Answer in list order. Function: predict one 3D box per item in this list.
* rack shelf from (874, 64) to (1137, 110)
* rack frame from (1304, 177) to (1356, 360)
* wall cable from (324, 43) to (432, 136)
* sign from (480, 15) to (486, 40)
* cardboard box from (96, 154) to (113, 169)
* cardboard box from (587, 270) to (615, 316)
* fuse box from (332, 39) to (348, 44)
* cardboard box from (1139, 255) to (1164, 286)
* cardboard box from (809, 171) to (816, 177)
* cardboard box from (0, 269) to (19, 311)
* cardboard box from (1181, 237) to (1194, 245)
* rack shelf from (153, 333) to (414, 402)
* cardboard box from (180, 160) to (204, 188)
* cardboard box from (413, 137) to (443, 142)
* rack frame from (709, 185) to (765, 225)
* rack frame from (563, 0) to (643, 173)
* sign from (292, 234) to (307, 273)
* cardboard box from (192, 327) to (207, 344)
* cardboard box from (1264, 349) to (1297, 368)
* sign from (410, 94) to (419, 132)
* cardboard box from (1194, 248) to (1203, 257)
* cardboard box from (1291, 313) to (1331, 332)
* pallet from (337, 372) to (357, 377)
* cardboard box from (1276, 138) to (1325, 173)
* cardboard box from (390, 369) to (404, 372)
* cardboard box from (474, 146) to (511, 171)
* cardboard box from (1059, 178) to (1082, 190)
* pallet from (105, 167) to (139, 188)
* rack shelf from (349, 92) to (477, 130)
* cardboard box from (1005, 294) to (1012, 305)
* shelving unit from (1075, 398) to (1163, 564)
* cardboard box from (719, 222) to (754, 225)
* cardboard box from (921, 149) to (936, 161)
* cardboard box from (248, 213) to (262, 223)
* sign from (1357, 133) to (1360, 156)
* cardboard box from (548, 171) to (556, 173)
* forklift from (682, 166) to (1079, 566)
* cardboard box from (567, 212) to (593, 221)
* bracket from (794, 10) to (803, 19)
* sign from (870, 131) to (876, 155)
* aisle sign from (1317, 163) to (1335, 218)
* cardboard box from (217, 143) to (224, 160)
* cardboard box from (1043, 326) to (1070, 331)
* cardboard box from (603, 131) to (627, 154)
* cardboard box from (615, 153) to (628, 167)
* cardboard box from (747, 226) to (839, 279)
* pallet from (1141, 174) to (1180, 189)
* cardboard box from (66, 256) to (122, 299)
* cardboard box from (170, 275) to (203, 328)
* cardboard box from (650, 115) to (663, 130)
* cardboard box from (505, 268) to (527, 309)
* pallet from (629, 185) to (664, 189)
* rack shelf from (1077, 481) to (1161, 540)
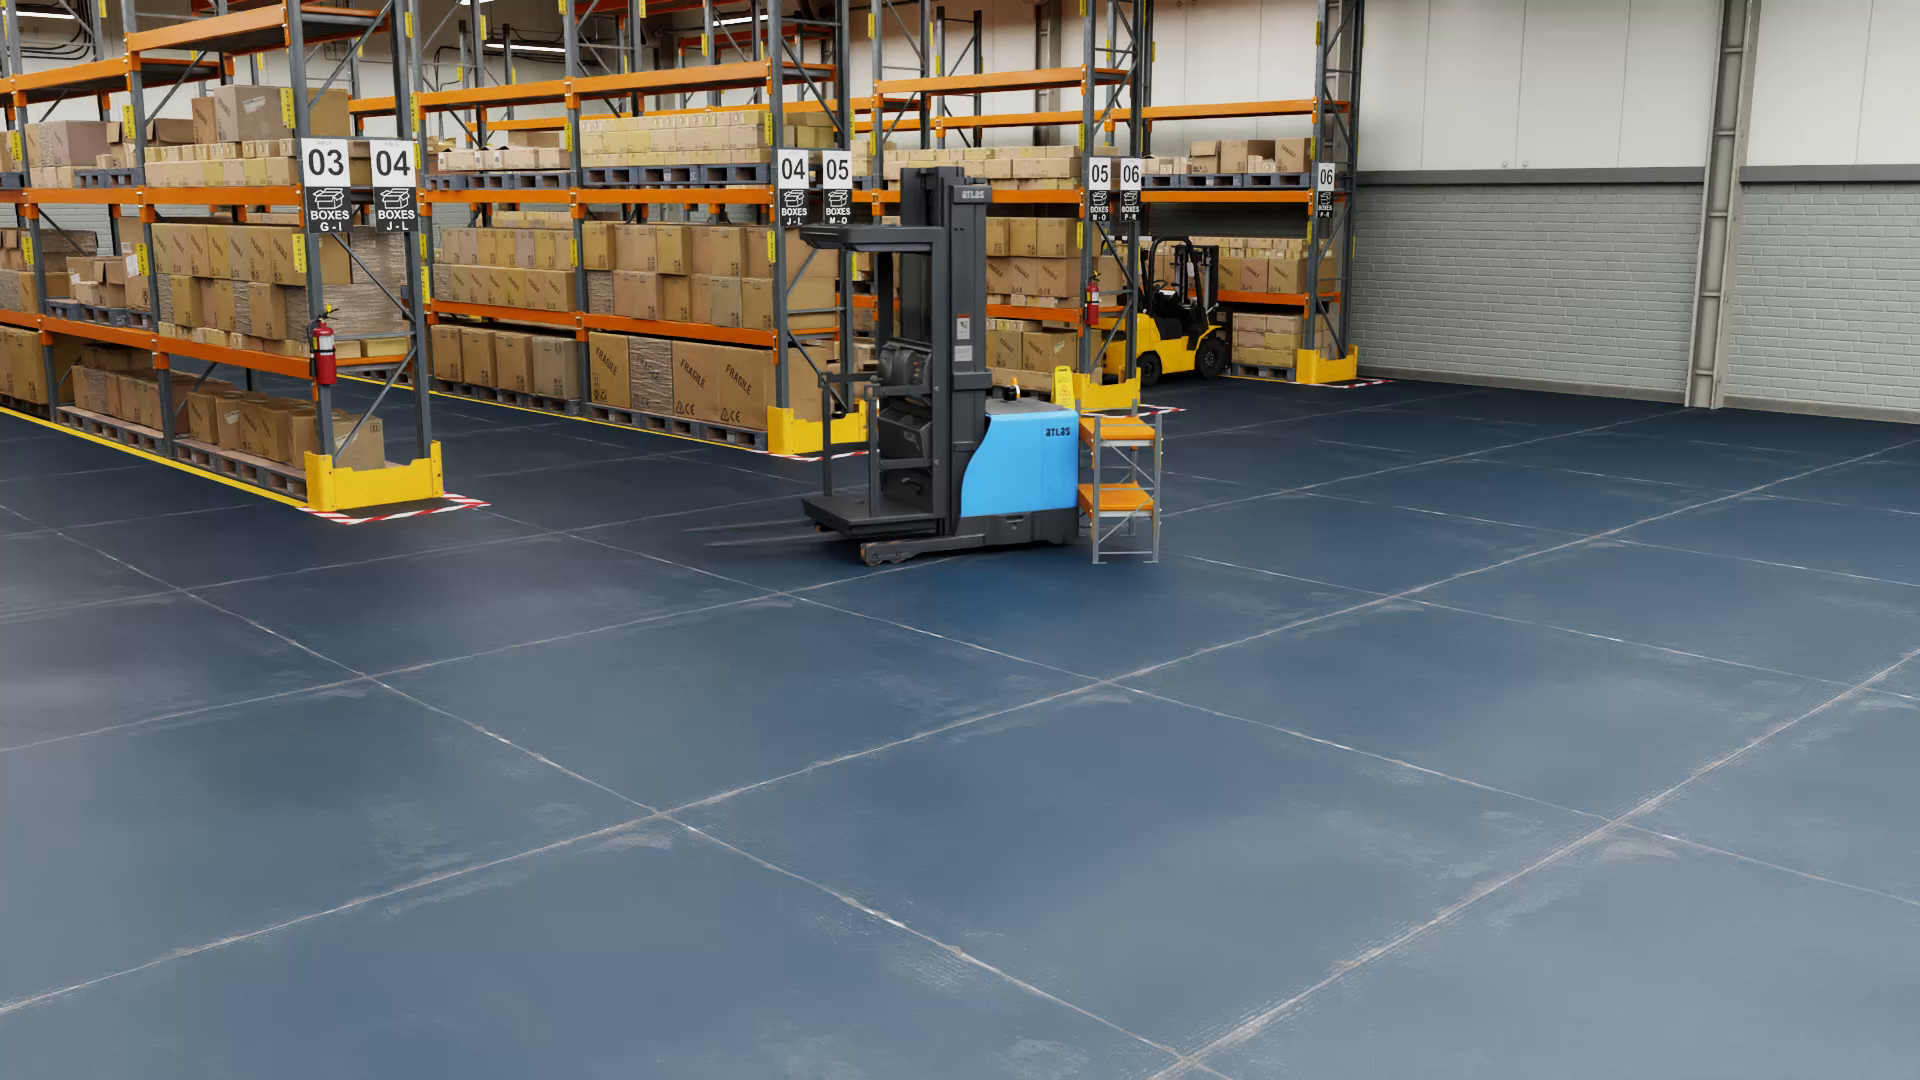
[{"bbox_3d":[0.546,-6.065,22.338,1.077,0.370,4.000,-11,16,-43],"label":"rack shelf"},{"bbox_3d":[5.514,-3.881,24.814,1.000,3.000,0.127,-11,16,-43],"label":"rack frame"},{"bbox_3d":[-12.709,-9.357,36.528,2.355,3.000,0.029,-11,16,-43],"label":"wall cable"},{"bbox_3d":[-6.709,-7.203,23.364,0.100,0.325,0.005,-11,16,-43],"label":"sign"},{"bbox_3d":[-9.370,-4.211,18.524,0.250,0.166,0.380,11,16,44],"label":"cardboard box"},{"bbox_3d":[-4.082,-3.089,20.599,0.875,0.550,0.550,-11,16,-43],"label":"cardboard box"},{"bbox_3d":[-13.198,-10.809,35.648,0.513,0.334,0.176,-11,16,-43],"label":"fuse box"},{"bbox_3d":[3.241,-4.339,26.789,0.500,0.500,0.500,-11,16,-42],"label":"cardboard box"},{"bbox_3d":[-2.041,-5.588,24.997,0.500,0.250,0.500,-11,16,-42],"label":"cardboard box"},{"bbox_3d":[-11.986,-3.210,21.313,0.500,0.500,0.500,11,16,43],"label":"cardboard box"},{"bbox_3d":[3.704,-4.712,26.257,0.380,0.149,0.250,-11,16,-43],"label":"cardboard box"},{"bbox_3d":[-6.622,-1.747,16.240,1.077,0.370,4.000,-11,16,-43],"label":"rack shelf"},{"bbox_3d":[-7.173,-3.535,16.075,0.500,0.250,0.500,11,16,43],"label":"cardboard box"},{"bbox_3d":[-7.749,-5.749,24.304,0.396,0.266,0.258,-11,16,-43],"label":"cardboard box"},{"bbox_3d":[-3.598,-4.356,27.121,1.000,3.000,0.127,-11,16,-43],"label":"rack frame"},{"bbox_3d":[-4.346,-6.006,20.263,1.000,3.000,0.127,-11,16,-43],"label":"rack frame"},{"bbox_3d":[-5.656,-2.455,14.241,0.100,0.325,0.005,-11,16,-43],"label":"sign"},{"bbox_3d":[-7.394,-2.047,16.534,0.380,0.149,0.250,-11,16,-43],"label":"cardboard box"},{"bbox_3d":[4.961,-2.764,25.168,0.500,0.250,0.500,-11,16,-42],"label":"cardboard box"},{"bbox_3d":[-4.848,-3.780,14.727,0.100,0.325,0.005,-11,16,-43],"label":"sign"},{"bbox_3d":[3.835,-4.520,26.059,0.380,0.149,0.250,-11,16,-44],"label":"cardboard box"},{"bbox_3d":[5.319,-3.326,25.417,0.500,0.250,0.500,-11,16,-43],"label":"cardboard box"},{"bbox_3d":[-9.332,-2.756,26.266,1.003,0.211,1.213,-11,16,-43],"label":"pallet"},{"bbox_3d":[5.032,-5.684,24.598,0.500,0.500,0.500,-10,15,-41],"label":"cardboard box"},{"bbox_3d":[-8.108,-2.769,24.571,0.500,0.500,0.500,-10,15,-40],"label":"cardboard box"},{"bbox_3d":[-6.067,-5.047,21.975,0.500,0.311,0.500,-11,16,-44],"label":"cardboard box"},{"bbox_3d":[1.478,-4.548,21.240,0.380,0.149,0.250,-11,16,-42],"label":"cardboard box"},{"bbox_3d":[-8.352,-3.873,17.810,1.213,0.211,1.003,-11,16,-43],"label":"pallet"},{"bbox_3d":[-8.489,-6.333,24.626,1.077,0.370,4.000,-11,16,-43],"label":"rack shelf"},{"bbox_3d":[0.822,-3.242,22.339,0.380,0.149,0.250,-11,16,-42],"label":"cardboard box"},{"bbox_3d":[1.212,-0.480,12.956,0.538,1.125,1.048,-1,12,-4],"label":"shelving unit"},{"bbox_3d":[-3.762,-5.001,27.525,0.500,0.500,0.500,11,16,43],"label":"cardboard box"},{"bbox_3d":[-0.316,-5.302,22.924,0.380,0.149,0.250,-11,16,-43],"label":"cardboard box"},{"bbox_3d":[-11.464,-5.175,27.635,0.500,0.500,0.500,11,16,43],"label":"cardboard box"},{"bbox_3d":[5.920,-5.893,24.786,0.100,0.325,0.005,-11,16,-43],"label":"sign"},{"bbox_3d":[-7.215,-6.628,30.048,0.380,0.149,0.250,-10,16,-41],"label":"cardboard box"},{"bbox_3d":[-0.614,-1.364,12.769,3.031,2.935,1.130,-5,13,-24],"label":"forklift"},{"bbox_3d":[-6.803,-5.797,29.781,0.380,0.149,0.250,-11,16,-44],"label":"cardboard box"},{"bbox_3d":[-3.145,-10.572,33.503,0.235,0.232,0.430,-11,16,-43],"label":"bracket"},{"bbox_3d":[-1.235,-5.610,23.515,0.100,0.325,0.005,-11,16,-43],"label":"sign"},{"bbox_3d":[5.347,-5.103,24.307,0.394,0.787,0.004,-11,16,-43],"label":"aisle sign"},{"bbox_3d":[-6.707,-3.633,15.561,0.250,0.149,0.380,11,16,42],"label":"cardboard box"},{"bbox_3d":[1.189,-2.650,22.756,0.500,0.500,0.500,11,16,43],"label":"cardboard box"},{"bbox_3d":[-3.861,-4.680,19.606,0.500,0.250,0.500,-11,16,-43],"label":"cardboard box"},{"bbox_3d":[-3.816,-4.457,19.513,0.380,0.149,0.250,-11,16,-43],"label":"cardboard box"},{"bbox_3d":[-1.812,-3.146,18.199,0.875,0.550,0.550,-11,16,-43],"label":"cardboard box"},{"bbox_3d":[3.360,-5.769,26.767,1.003,0.211,1.213,-11,16,-43],"label":"pallet"},{"bbox_3d":[-10.364,-3.156,20.010,0.500,0.500,0.500,9,15,38],"label":"cardboard box"},{"bbox_3d":[-7.417,-2.434,16.806,0.875,0.500,0.500,-11,16,-43],"label":"cardboard box"},{"bbox_3d":[-3.290,-4.737,18.892,0.380,0.149,0.250,-11,16,-43],"label":"cardboard box"},{"bbox_3d":[-5.598,-3.303,21.763,0.500,0.500,0.500,-11,16,-42],"label":"cardboard box"},{"bbox_3d":[-4.855,-5.982,28.048,1.003,0.211,1.213,-10,15,-40],"label":"pallet"},{"bbox_3d":[1.212,-0.241,13.005,0.538,0.278,1.000,-1,12,-4],"label":"rack shelf"}]
